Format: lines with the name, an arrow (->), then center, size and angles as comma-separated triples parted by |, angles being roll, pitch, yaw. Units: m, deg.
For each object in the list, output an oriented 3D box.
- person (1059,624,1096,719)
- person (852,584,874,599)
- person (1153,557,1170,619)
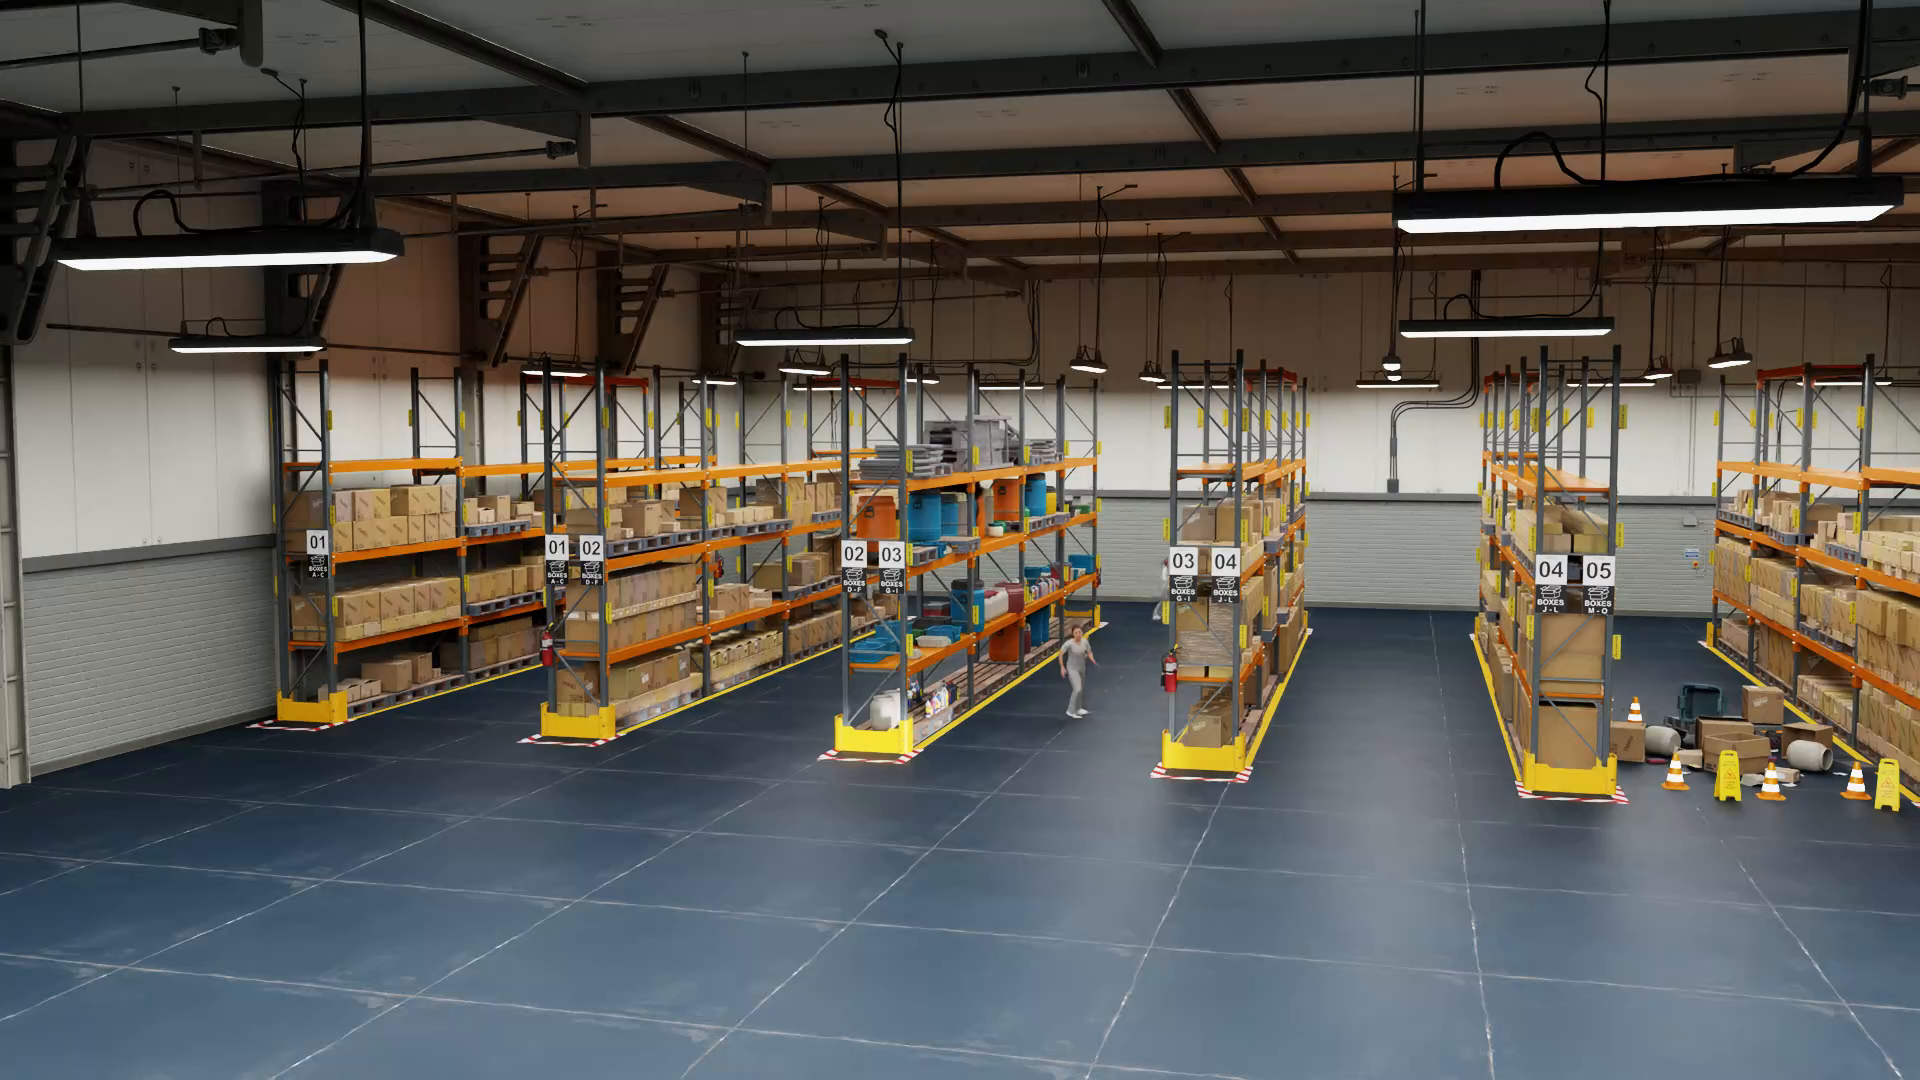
person -> 1.991, 2.217, 28.042 | 0.599, 1.632, 0.788 | -3, 5, -35
person -> -2.488, 1.021, 43.036 | 1.057, 1.789, 0.661 | 1, 4, 16
person -> 5.151, 1.228, 41.523 | 0.639, 1.594, 0.597 | 3, 5, 33
